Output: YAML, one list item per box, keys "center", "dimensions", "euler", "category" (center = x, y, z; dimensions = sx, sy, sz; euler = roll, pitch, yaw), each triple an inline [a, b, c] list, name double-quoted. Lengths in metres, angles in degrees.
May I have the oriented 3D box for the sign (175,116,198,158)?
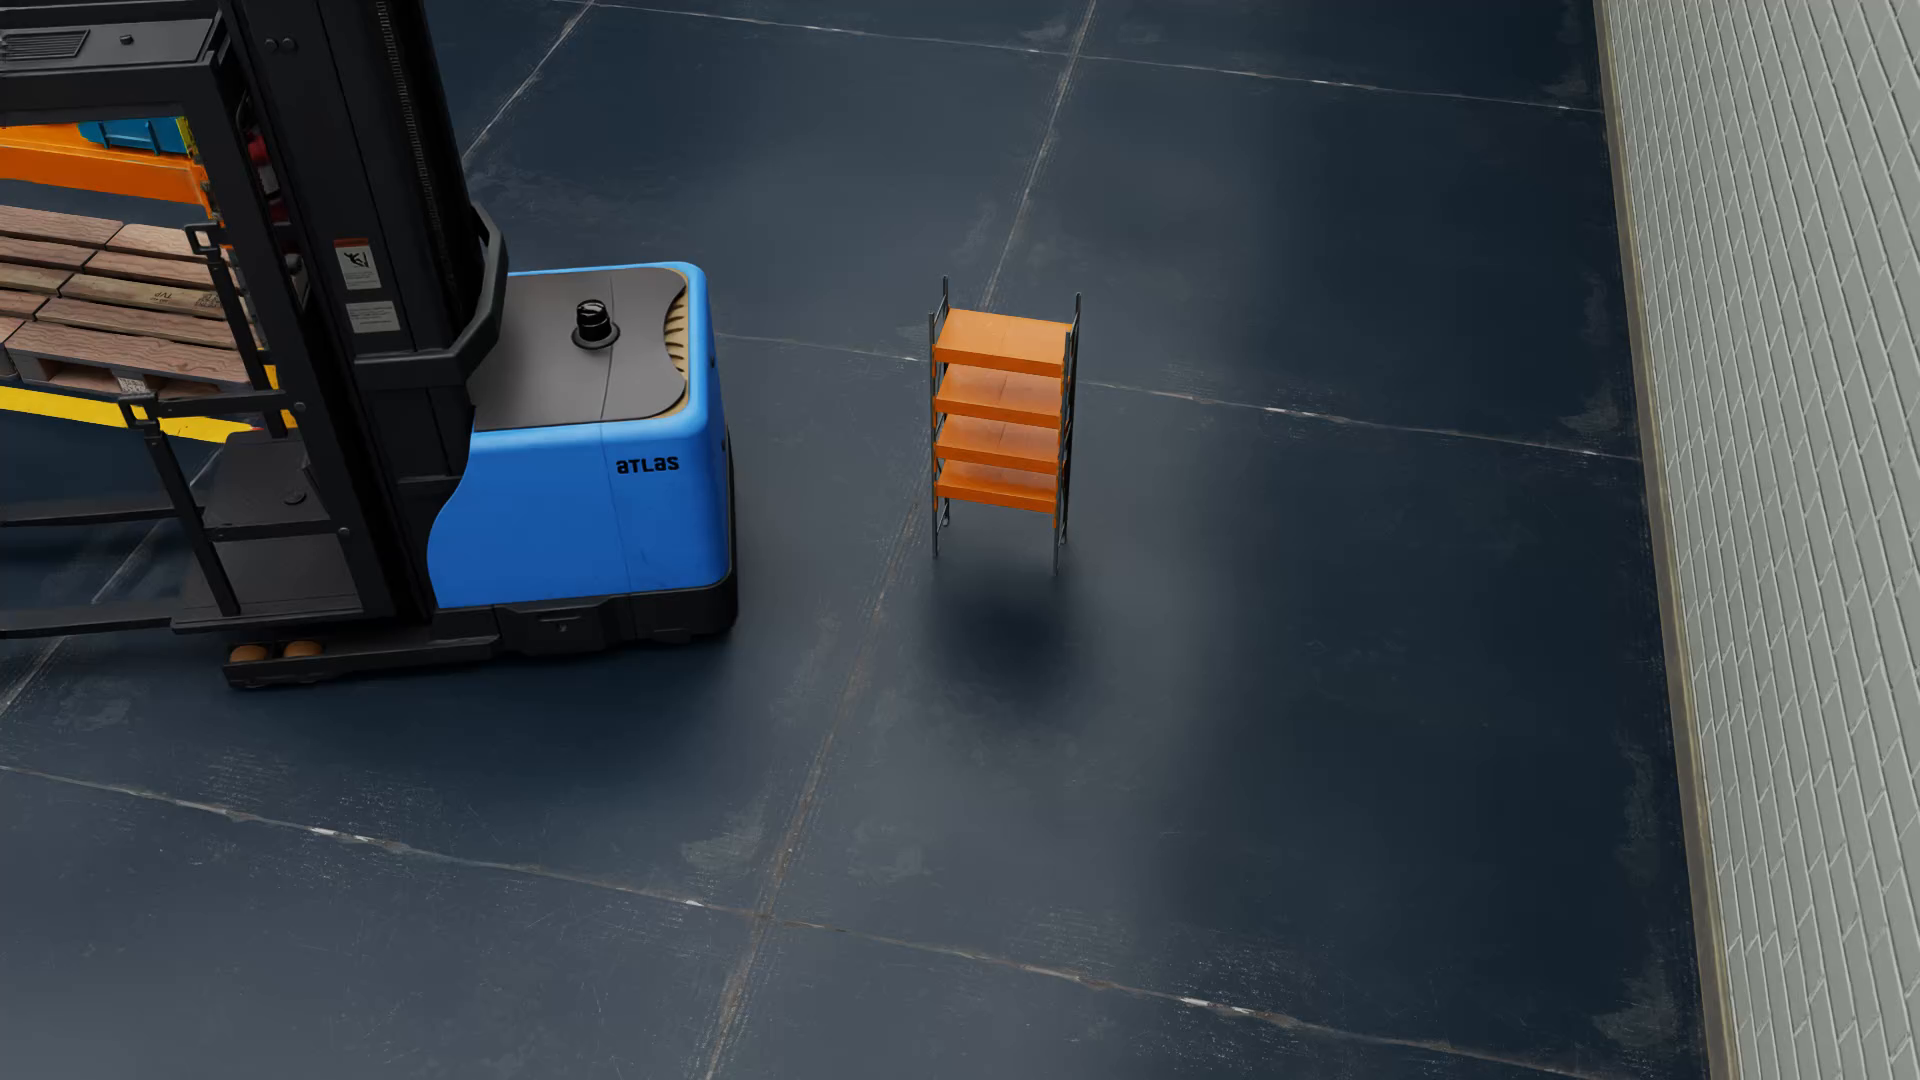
- center: [-2.848, -1.567, 6.098]
  dimensions: [0.005, 0.325, 0.100]
  euler: [9, 45, 9]
  category: "sign"

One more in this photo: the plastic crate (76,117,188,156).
- center: [-3.111, -1.842, 6.432]
  dimensions: [0.499, 0.435, 0.616]
  euler: [9, 45, 9]
  category: "plastic crate"

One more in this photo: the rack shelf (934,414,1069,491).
- center: [0.162, -0.359, 6.355]
  dimensions: [0.480, 0.148, 0.258]
  euler: [9, 45, 9]
  category: "rack shelf"

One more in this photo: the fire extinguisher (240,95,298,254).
- center: [-2.696, -1.391, 6.356]
  dimensions: [0.183, 0.674, 0.296]
  euler: [9, 45, 9]
  category: "fire extinguisher"

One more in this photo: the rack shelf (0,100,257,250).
- center: [-4.696, -1.927, 7.108]
  dimensions: [4.000, 0.370, 1.077]
  euler: [9, 45, 9]
  category: "rack shelf"

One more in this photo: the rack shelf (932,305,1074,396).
- center: [0.162, -0.690, 6.035]
  dimensions: [0.480, 0.148, 0.258]
  euler: [9, 45, 9]
  category: "rack shelf"

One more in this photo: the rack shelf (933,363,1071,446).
- center: [0.162, -0.520, 6.199]
  dimensions: [0.480, 0.148, 0.258]
  euler: [9, 45, 9]
  category: "rack shelf"

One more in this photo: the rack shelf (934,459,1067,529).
- center: [0.162, -0.216, 6.492]
  dimensions: [0.480, 0.148, 0.258]
  euler: [9, 45, 9]
  category: "rack shelf"

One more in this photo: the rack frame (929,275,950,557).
- center: [-0.077, -0.444, 6.346]
  dimensions: [0.015, 1.200, 0.240]
  euler: [9, 45, 9]
  category: "rack frame"

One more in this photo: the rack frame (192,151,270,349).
- center: [-2.744, -1.883, 6.543]
  dimensions: [0.127, 3.000, 1.000]
  euler: [9, 45, 9]
  category: "rack frame"

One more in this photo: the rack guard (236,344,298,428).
- center: [-2.718, -0.988, 7.416]
  dimensions: [0.348, 0.500, 1.175]
  euler: [9, 45, 9]
  category: "rack guard"

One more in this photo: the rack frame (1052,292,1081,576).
- center: [0.400, -0.370, 6.269]
  dimensions: [0.015, 1.200, 0.240]
  euler: [9, 45, 9]
  category: "rack frame"

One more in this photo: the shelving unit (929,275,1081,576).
- center: [0.162, -0.407, 6.308]
  dimensions: [0.503, 1.200, 0.258]
  euler: [9, 45, 9]
  category: "shelving unit"

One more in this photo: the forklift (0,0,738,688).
- center: [-2.403, -0.897, 5.568]
  dimensions: [3.031, 2.935, 1.130]
  euler: [-5, 44, -5]
  category: "forklift"

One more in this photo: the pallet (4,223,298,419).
- center: [-3.540, -1.030, 7.668]
  dimensions: [1.213, 0.211, 1.003]
  euler: [9, 45, 9]
  category: "pallet"

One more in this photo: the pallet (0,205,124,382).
- center: [-4.727, -1.216, 7.861]
  dimensions: [1.213, 0.211, 1.003]
  euler: [9, 45, 9]
  category: "pallet"
